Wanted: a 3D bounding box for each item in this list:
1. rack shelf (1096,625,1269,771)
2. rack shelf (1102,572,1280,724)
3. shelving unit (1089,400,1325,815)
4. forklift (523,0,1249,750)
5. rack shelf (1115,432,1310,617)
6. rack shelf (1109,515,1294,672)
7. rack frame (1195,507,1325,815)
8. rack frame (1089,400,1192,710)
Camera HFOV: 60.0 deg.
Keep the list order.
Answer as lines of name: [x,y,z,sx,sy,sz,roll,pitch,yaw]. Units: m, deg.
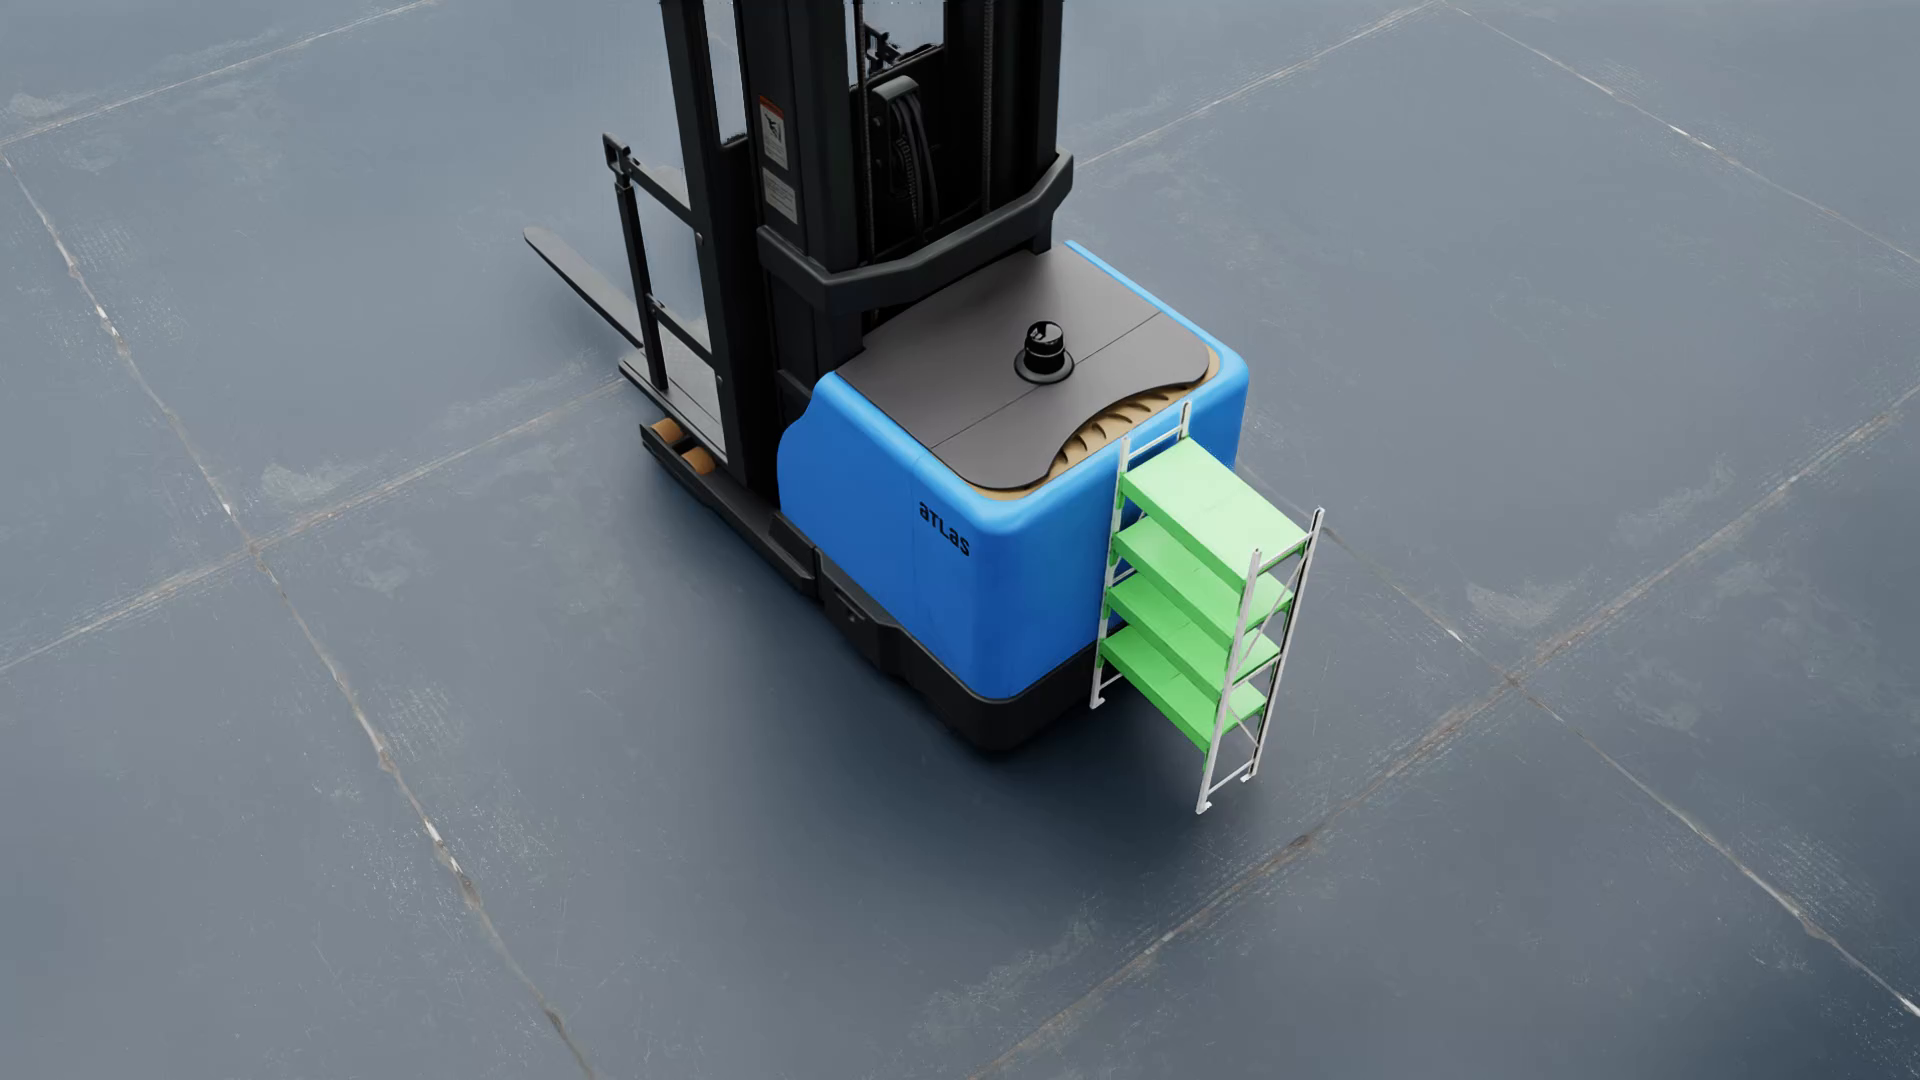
rack shelf: [0.662,0.427,4.957,0.258,0.148,0.480,-30,56,-24]
rack shelf: [0.664,0.268,4.776,0.258,0.148,0.480,-30,56,-24]
shelving unit: [0.665,0.226,4.729,0.258,1.200,0.503,-30,56,-24]
forklift: [-0.489,-1.366,5.010,1.130,2.935,3.031,-32,55,-26]
rack shelf: [0.670,-0.049,4.416,0.258,0.148,0.480,-30,56,-24]
rack shelf: [0.667,0.110,4.596,0.258,0.148,0.480,-30,56,-24]
rack frame: [0.815,0.372,4.603,0.240,1.200,0.015,-30,56,-24]
rack frame: [0.515,0.080,4.854,0.240,1.200,0.015,-30,56,-24]
